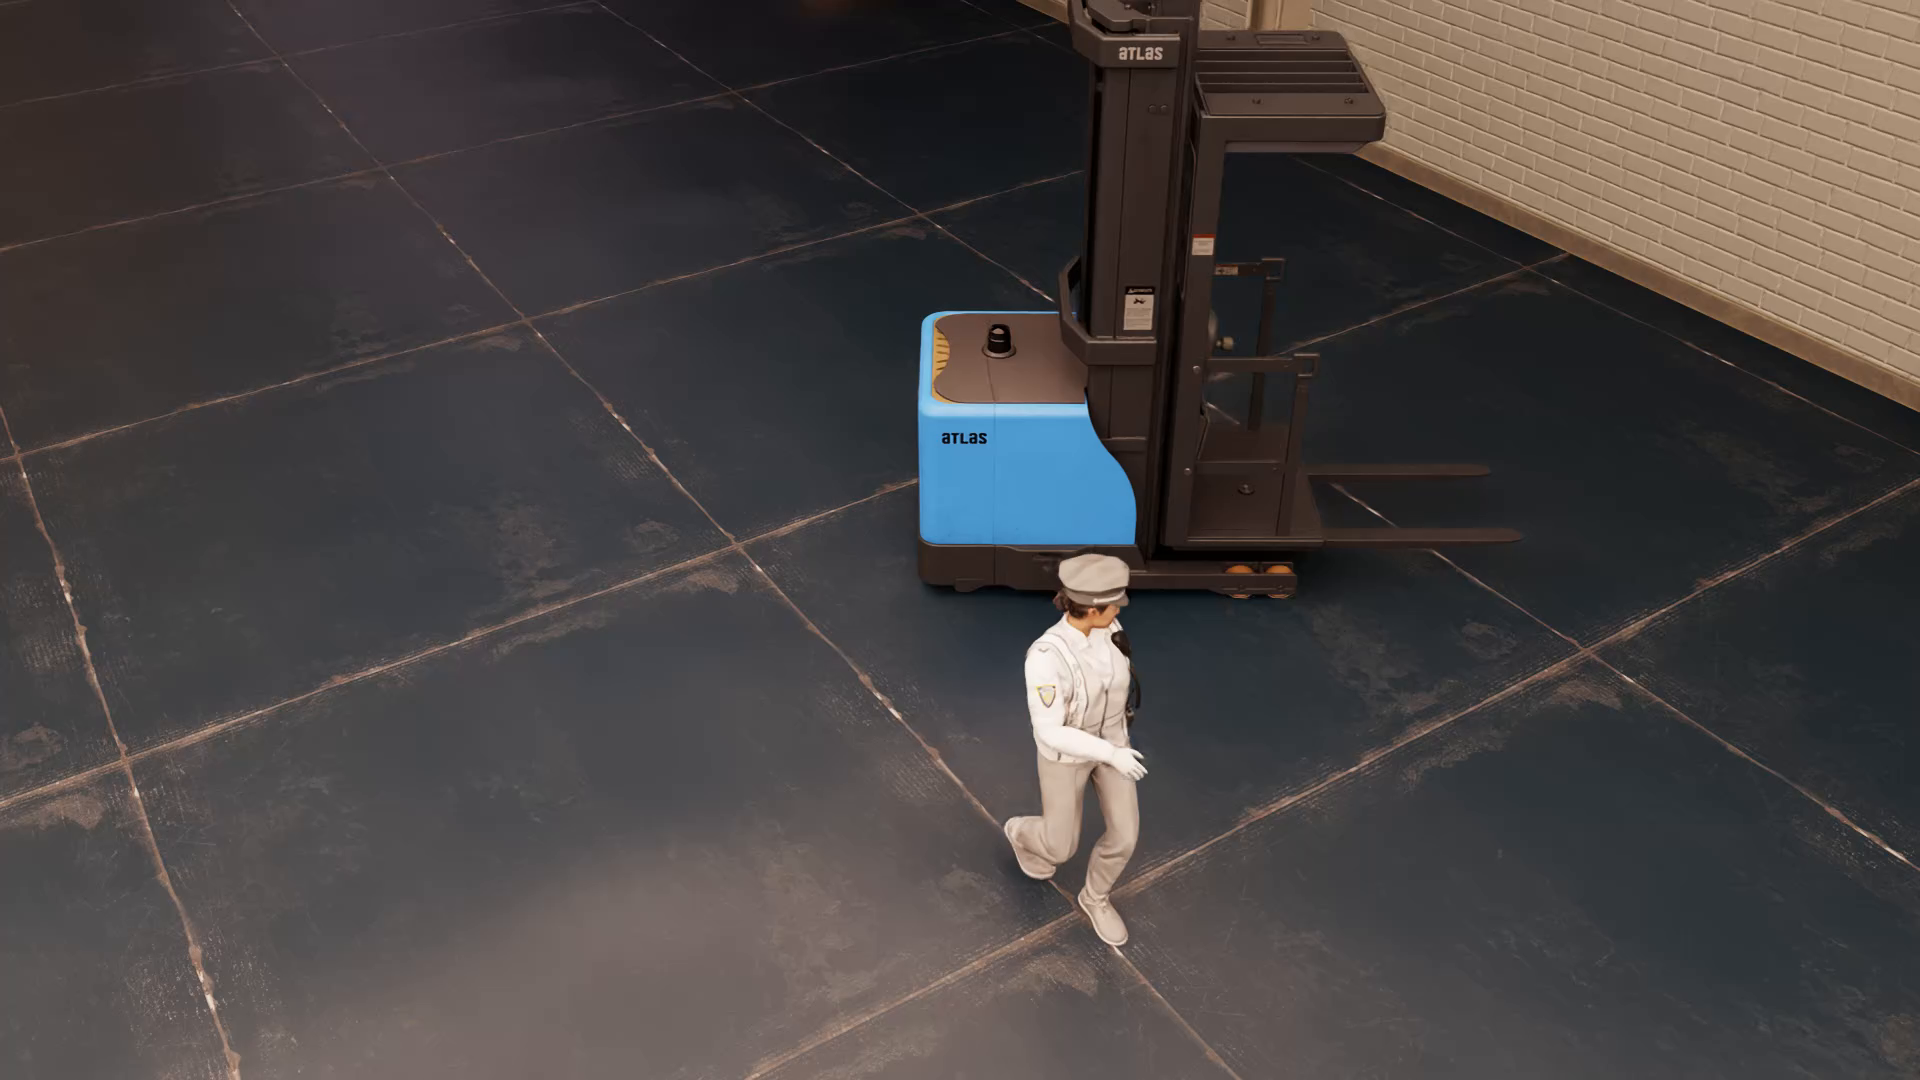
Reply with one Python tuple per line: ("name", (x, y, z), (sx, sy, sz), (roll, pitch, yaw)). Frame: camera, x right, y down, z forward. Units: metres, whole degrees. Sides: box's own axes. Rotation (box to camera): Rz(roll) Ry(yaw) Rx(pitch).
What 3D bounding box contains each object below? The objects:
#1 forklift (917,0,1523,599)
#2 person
("forklift", (1.306, -1.215, 7.877), (3.031, 2.935, 1.130), (0, 35, 0))
("person", (0.487, 0.766, 6.230), (0.587, 1.604, 0.634), (-16, 38, -22))
